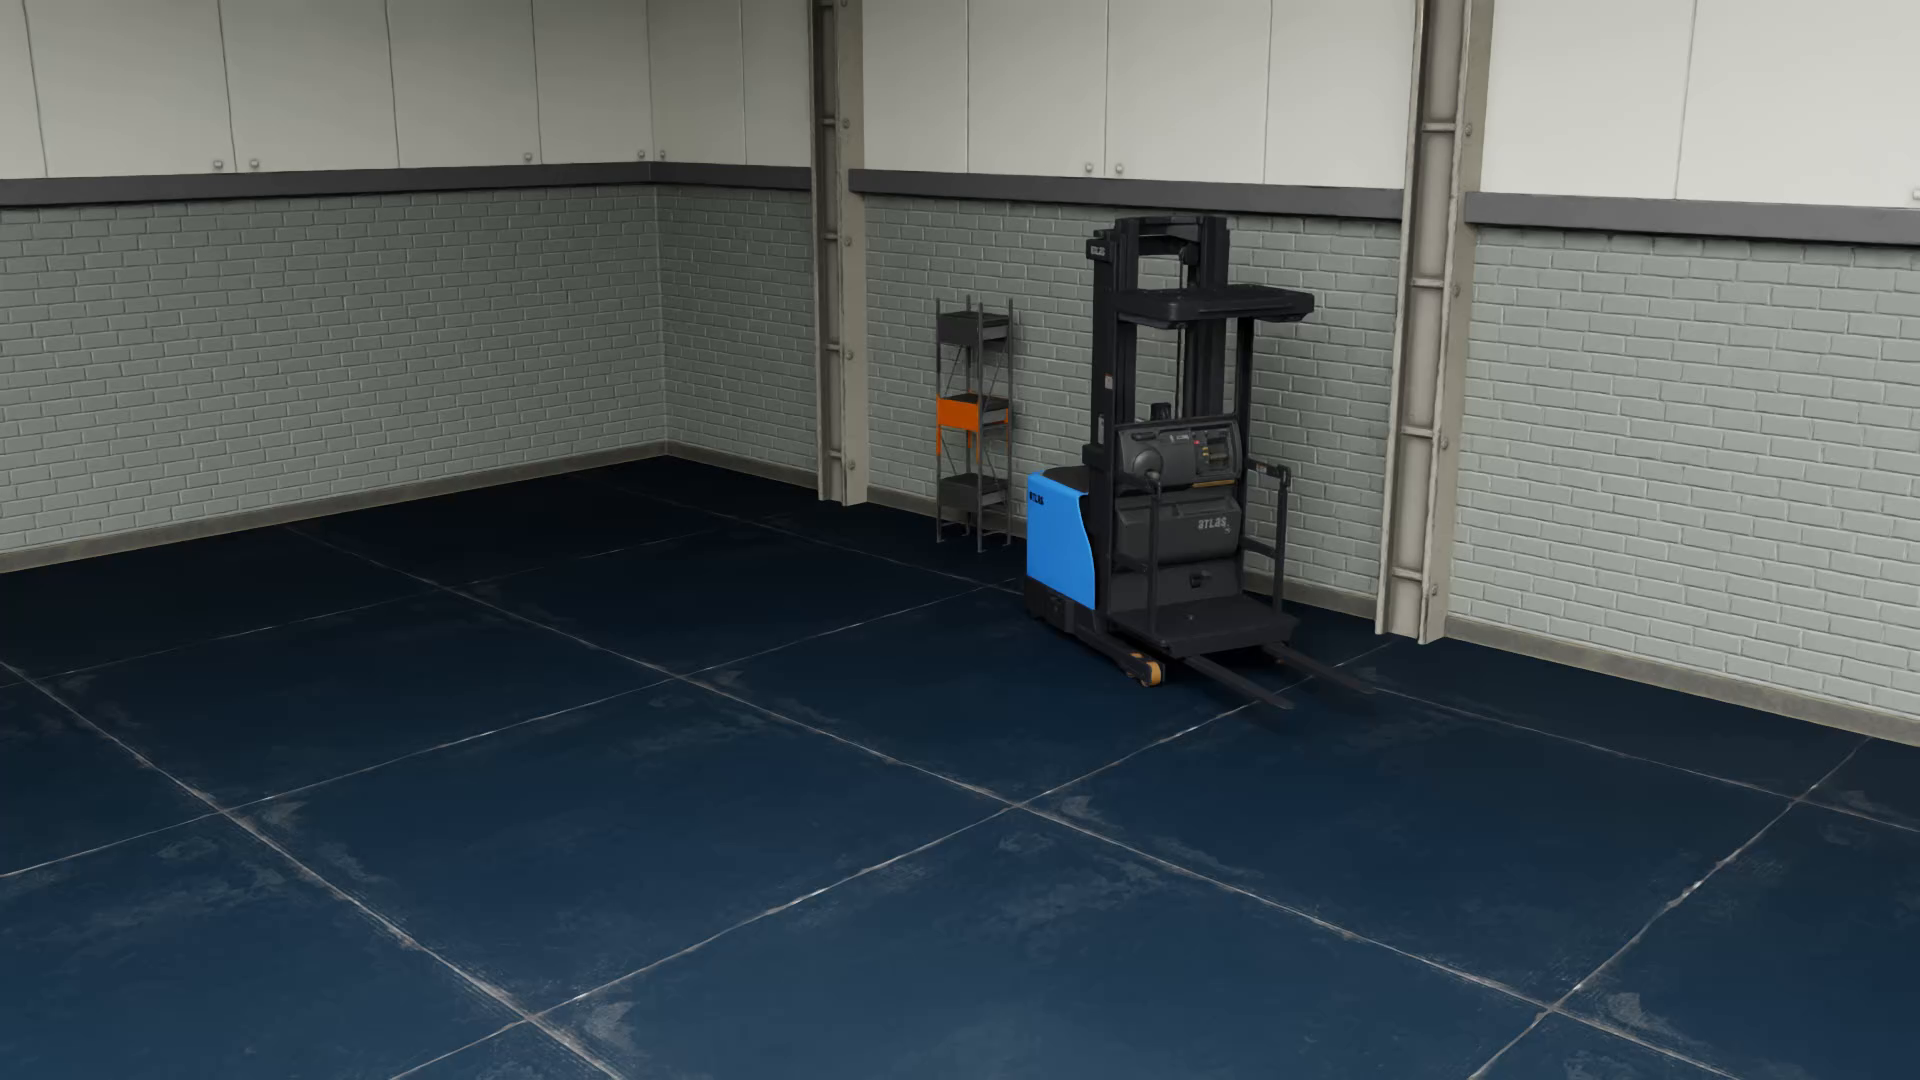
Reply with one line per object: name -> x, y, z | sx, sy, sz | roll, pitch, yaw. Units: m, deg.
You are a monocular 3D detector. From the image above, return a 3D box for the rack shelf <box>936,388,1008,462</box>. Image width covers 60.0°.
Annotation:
rack shelf -> 0.119, -0.974, 14.060 | 0.480, 0.518, 0.431 | 14, 20, 42

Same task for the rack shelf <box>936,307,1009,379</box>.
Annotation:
rack shelf -> 0.119, -1.651, 13.883 | 0.480, 0.518, 0.431 | 14, 20, 42

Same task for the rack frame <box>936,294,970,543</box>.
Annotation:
rack frame -> -0.057, -1.030, 14.220 | 0.015, 2.100, 0.400 | 14, 20, 42

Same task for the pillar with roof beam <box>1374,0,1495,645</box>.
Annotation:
pillar with roof beam -> 0.221, -2.903, 7.726 | 0.400, 9.000, 9.100 | 14, 20, 42

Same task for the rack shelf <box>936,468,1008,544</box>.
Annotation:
rack shelf -> 0.119, -0.297, 14.236 | 0.480, 0.518, 0.431 | 14, 20, 42

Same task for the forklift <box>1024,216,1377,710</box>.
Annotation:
forklift -> 1.564, -0.592, 10.892 | 1.130, 2.935, 3.031 | -7, 16, -25

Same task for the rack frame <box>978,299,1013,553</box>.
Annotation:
rack frame -> 0.295, -0.944, 13.892 | 0.015, 2.100, 0.400 | 14, 20, 42

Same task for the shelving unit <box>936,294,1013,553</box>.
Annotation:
shelving unit -> 0.119, -0.987, 14.056 | 0.503, 2.100, 0.431 | 14, 20, 42

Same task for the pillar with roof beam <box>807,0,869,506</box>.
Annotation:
pillar with roof beam -> -4.098, -3.953, 11.756 | 0.400, 9.000, 9.100 | 14, 20, 42
